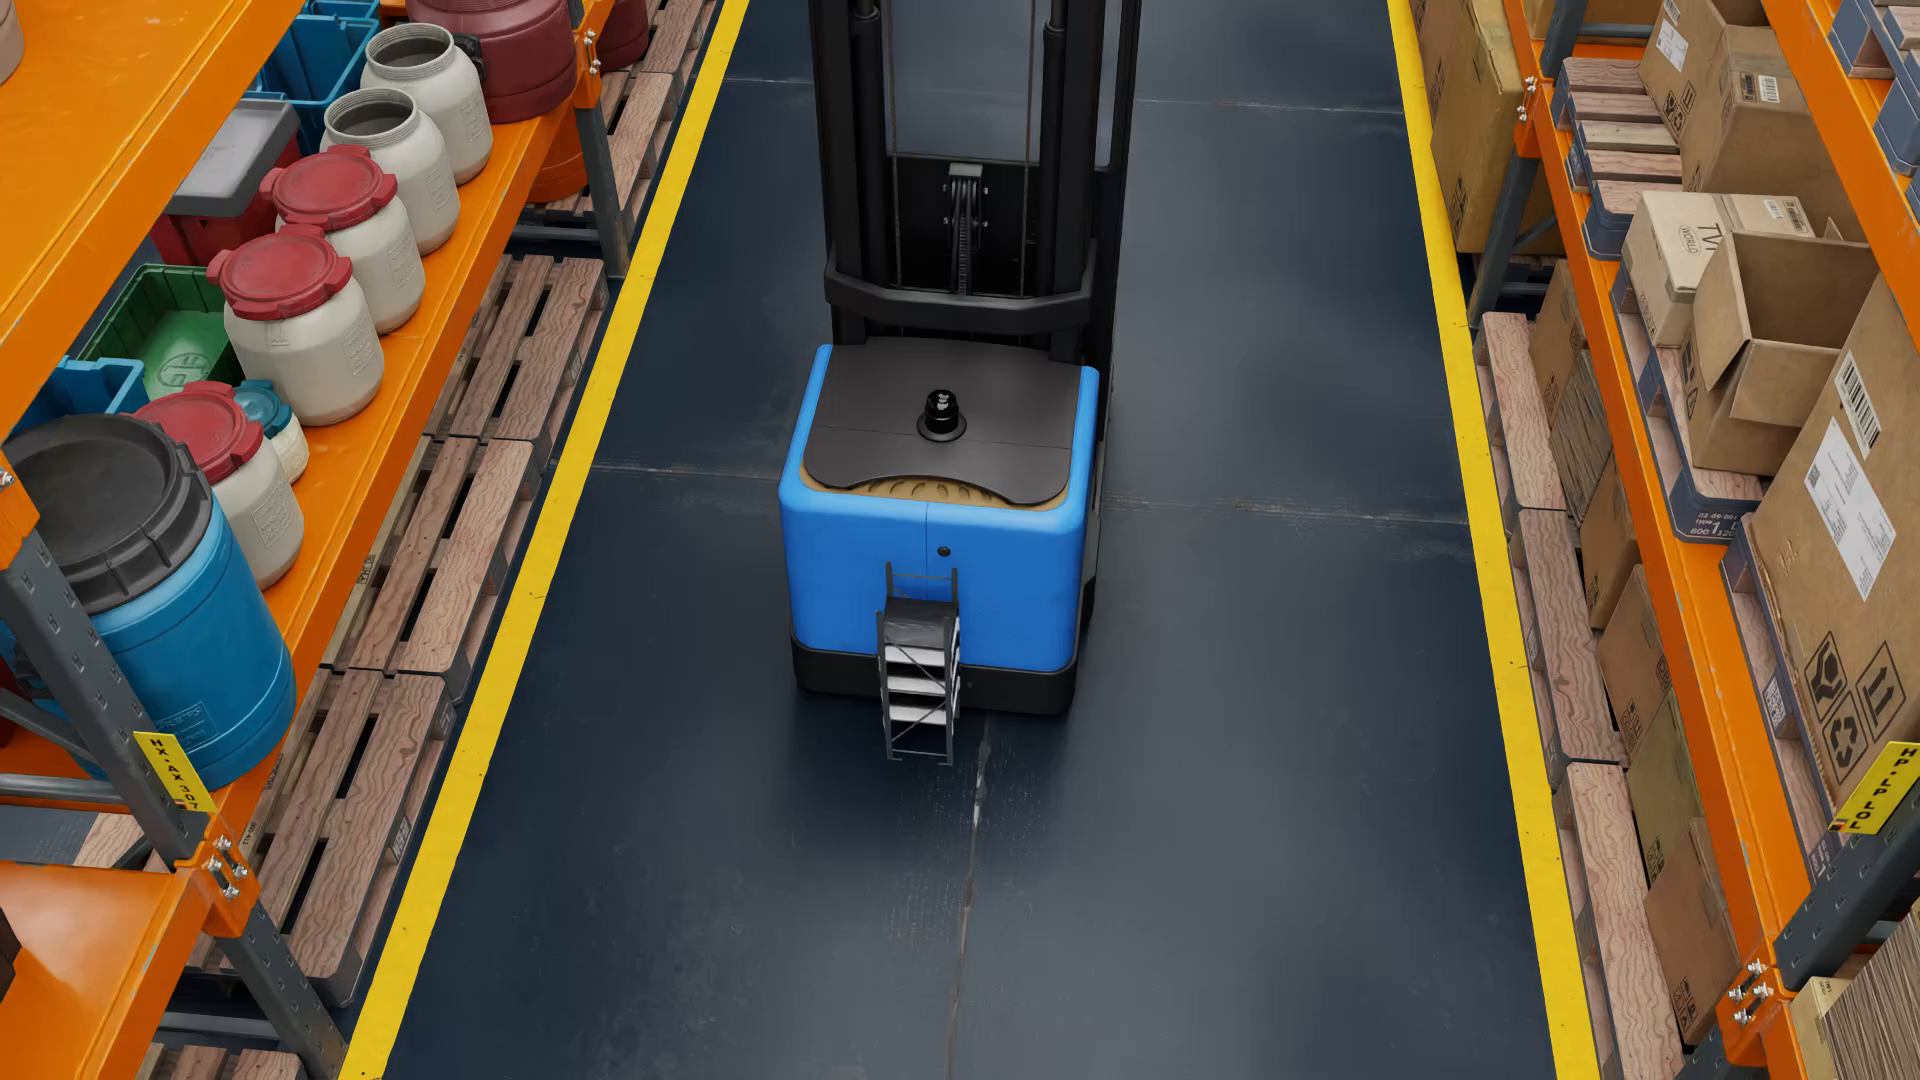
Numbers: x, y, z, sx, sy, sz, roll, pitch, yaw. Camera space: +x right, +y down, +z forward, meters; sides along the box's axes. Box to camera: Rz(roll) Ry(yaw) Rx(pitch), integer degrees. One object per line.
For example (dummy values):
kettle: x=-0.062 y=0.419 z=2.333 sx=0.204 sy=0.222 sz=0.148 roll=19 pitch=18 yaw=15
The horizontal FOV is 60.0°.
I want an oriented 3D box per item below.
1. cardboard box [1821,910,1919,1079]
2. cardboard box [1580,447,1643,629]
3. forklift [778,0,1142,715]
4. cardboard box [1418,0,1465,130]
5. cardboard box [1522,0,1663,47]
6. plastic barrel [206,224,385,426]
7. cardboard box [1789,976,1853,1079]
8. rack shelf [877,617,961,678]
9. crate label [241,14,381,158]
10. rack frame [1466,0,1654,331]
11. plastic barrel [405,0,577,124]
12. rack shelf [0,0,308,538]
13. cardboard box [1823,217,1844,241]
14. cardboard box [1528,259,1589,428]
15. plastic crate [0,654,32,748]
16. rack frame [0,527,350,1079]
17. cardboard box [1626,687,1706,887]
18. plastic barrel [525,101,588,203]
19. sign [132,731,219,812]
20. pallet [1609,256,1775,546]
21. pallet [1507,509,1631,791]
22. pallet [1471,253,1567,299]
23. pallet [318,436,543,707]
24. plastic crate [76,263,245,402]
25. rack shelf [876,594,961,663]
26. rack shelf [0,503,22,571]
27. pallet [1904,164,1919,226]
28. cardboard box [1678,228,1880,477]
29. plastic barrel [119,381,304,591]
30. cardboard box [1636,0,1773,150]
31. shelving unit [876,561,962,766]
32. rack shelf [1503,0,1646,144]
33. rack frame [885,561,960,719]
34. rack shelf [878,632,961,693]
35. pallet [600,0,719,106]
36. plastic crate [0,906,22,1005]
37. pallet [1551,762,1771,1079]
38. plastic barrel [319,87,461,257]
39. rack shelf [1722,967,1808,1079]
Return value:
cardboard box: x=2.381 y=1.140 z=3.431 sx=0.875 sy=0.500 sz=0.500 roll=4 pitch=48 yaw=4
cardboard box: x=2.724 y=0.022 z=6.118 sx=0.700 sy=0.500 sz=0.500 roll=7 pitch=48 yaw=7
forklift: x=0.079 y=-1.448 z=6.114 sx=1.130 sy=2.935 sz=3.031 roll=5 pitch=48 yaw=5
cardboard box: x=3.020 y=-2.577 z=8.255 sx=1.225 sy=0.875 sz=0.875 roll=4 pitch=48 yaw=4
cardboard box: x=2.646 y=-2.405 z=6.875 sx=0.500 sy=0.500 sz=0.500 roll=5 pitch=48 yaw=5
plastic barrel: x=-2.076 y=-0.659 z=5.254 sx=0.433 sy=0.535 sz=0.433 roll=0 pitch=48 yaw=0
cardboard box: x=2.164 y=1.170 z=3.843 sx=0.380 sy=0.149 sz=0.250 roll=4 pitch=48 yaw=4
rack shelf: x=-0.137 y=0.352 z=5.638 sx=0.258 sy=0.077 sz=0.200 roll=5 pitch=51 yaw=5
crate label: x=-2.444 y=-1.625 z=6.206 sx=0.502 sy=0.435 sz=0.616 roll=4 pitch=48 yaw=4
rack frame: x=2.848 y=-1.992 z=6.565 sx=1.000 sy=3.000 sz=0.127 roll=4 pitch=48 yaw=4
plastic barrel: x=-1.825 y=-2.010 z=6.489 sx=0.600 sy=0.536 sz=0.708 roll=4 pitch=48 yaw=4
rack shelf: x=-2.267 y=-1.625 z=4.684 sx=1.077 sy=0.370 sz=4.000 roll=4 pitch=48 yaw=4
cardboard box: x=2.965 y=-0.845 z=5.322 sx=0.396 sy=0.266 sz=0.258 roll=3 pitch=48 yaw=2
cardboard box: x=2.807 y=-0.803 z=6.874 sx=0.700 sy=0.500 sz=0.500 roll=2 pitch=48 yaw=1
plastic crate: x=-2.710 y=0.216 z=4.502 sx=0.402 sy=0.464 sz=0.583 roll=4 pitch=48 yaw=4
rack frame: x=-2.449 y=0.614 z=4.181 sx=1.000 sy=3.000 sz=0.127 roll=4 pitch=48 yaw=4
cardboard box: x=2.623 y=0.844 z=5.367 sx=0.700 sy=0.500 sz=0.500 roll=4 pitch=48 yaw=3
plastic barrel: x=-2.057 y=-2.095 z=7.845 sx=0.600 sy=0.830 sz=0.708 roll=4 pitch=48 yaw=4
sign: x=-1.902 y=0.566 z=4.038 sx=0.100 sy=0.325 sz=0.005 roll=4 pitch=48 yaw=4
pallet: x=2.708 y=-0.470 z=5.303 sx=1.003 sy=0.211 sz=1.213 roll=4 pitch=48 yaw=4
pallet: x=2.662 y=0.417 z=6.251 sx=1.003 sy=0.211 sz=1.213 roll=4 pitch=48 yaw=4
pallet: x=2.995 y=-1.625 z=8.119 sx=1.003 sy=0.211 sz=1.213 roll=4 pitch=48 yaw=4
pallet: x=-2.307 y=0.077 z=6.563 sx=1.003 sy=0.211 sz=1.213 roll=4 pitch=48 yaw=4
plastic crate: x=-2.571 y=-0.613 z=5.447 sx=0.450 sy=0.188 sz=0.662 roll=4 pitch=48 yaw=4
rack shelf: x=-0.138 y=0.295 z=5.568 sx=0.258 sy=0.077 sz=0.200 roll=5 pitch=51 yaw=5
rack shelf: x=-2.631 y=1.314 z=1.996 sx=1.077 sy=0.370 sz=4.000 roll=4 pitch=48 yaw=4
pallet: x=2.646 y=-0.448 z=3.247 sx=1.213 sy=0.211 sz=1.003 roll=4 pitch=48 yaw=4
cardboard box: x=2.549 y=-0.509 z=4.854 sx=0.797 sy=0.503 sz=0.637 roll=8 pitch=48 yaw=8
plastic barrel: x=-2.143 y=-0.120 z=4.761 sx=0.433 sy=0.535 sz=0.433 roll=0 pitch=48 yaw=0
cardboard box: x=2.839 y=-1.768 z=6.008 sx=0.500 sy=0.500 sz=0.500 roll=-1 pitch=48 yaw=-1
shelving unit: x=-0.136 y=0.444 z=5.752 sx=0.258 sy=0.900 sz=0.210 roll=5 pitch=51 yaw=5
rack shelf: x=3.030 y=-3.219 z=8.175 sx=1.077 sy=0.370 sz=4.000 roll=4 pitch=48 yaw=4
rack frame: x=-0.124 y=0.365 z=5.815 sx=0.240 sy=0.900 sz=0.006 roll=5 pitch=51 yaw=5
rack shelf: x=-0.136 y=0.408 z=5.708 sx=0.258 sy=0.077 sz=0.200 roll=5 pitch=51 yaw=5
pallet: x=-1.940 y=-2.860 z=9.249 sx=1.003 sy=0.211 sz=1.213 roll=4 pitch=48 yaw=4
plastic crate: x=-2.623 y=1.011 z=3.860 sx=0.767 sy=0.338 sz=0.504 roll=4 pitch=48 yaw=4
pallet: x=2.553 y=1.316 z=5.429 sx=1.003 sy=0.211 sz=1.213 roll=4 pitch=48 yaw=4
plastic barrel: x=-2.004 y=-1.283 z=5.841 sx=0.421 sy=0.512 sz=0.421 roll=0 pitch=48 yaw=0
rack shelf: x=2.301 y=2.660 z=2.798 sx=1.077 sy=0.370 sz=4.000 roll=4 pitch=48 yaw=4
